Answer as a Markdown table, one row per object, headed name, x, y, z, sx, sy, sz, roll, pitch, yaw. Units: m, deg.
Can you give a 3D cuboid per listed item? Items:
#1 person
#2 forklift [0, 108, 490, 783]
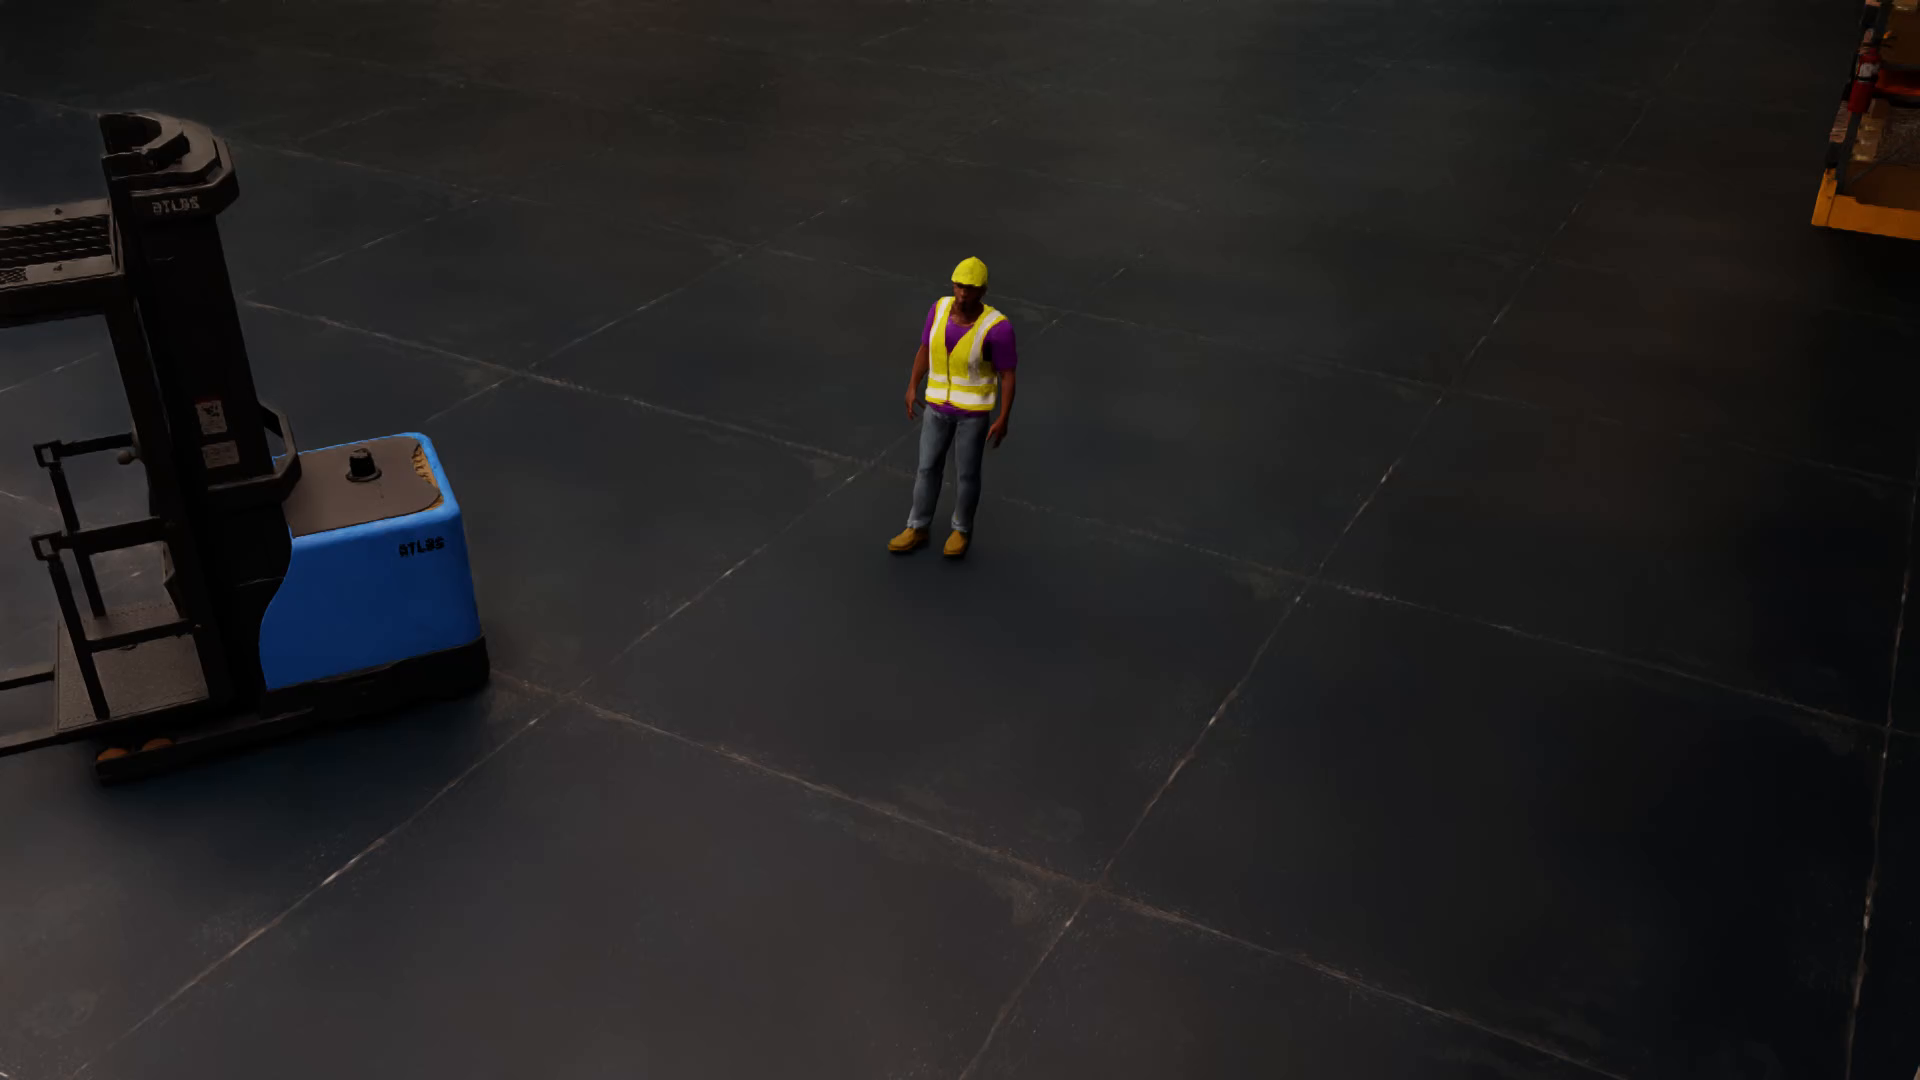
| name | x | y | z | sx | sy | sz | roll | pitch | yaw |
| --- | --- | --- | --- | --- | --- | --- | --- | --- | --- |
| person | -0.039 | -0.742 | 9.507 | 0.665 | 1.766 | 0.576 | 15 | 33 | 25 |
| forklift | -4.006 | -0.404 | 7.771 | 3.031 | 2.935 | 1.130 | -13 | 32 | -21 |
